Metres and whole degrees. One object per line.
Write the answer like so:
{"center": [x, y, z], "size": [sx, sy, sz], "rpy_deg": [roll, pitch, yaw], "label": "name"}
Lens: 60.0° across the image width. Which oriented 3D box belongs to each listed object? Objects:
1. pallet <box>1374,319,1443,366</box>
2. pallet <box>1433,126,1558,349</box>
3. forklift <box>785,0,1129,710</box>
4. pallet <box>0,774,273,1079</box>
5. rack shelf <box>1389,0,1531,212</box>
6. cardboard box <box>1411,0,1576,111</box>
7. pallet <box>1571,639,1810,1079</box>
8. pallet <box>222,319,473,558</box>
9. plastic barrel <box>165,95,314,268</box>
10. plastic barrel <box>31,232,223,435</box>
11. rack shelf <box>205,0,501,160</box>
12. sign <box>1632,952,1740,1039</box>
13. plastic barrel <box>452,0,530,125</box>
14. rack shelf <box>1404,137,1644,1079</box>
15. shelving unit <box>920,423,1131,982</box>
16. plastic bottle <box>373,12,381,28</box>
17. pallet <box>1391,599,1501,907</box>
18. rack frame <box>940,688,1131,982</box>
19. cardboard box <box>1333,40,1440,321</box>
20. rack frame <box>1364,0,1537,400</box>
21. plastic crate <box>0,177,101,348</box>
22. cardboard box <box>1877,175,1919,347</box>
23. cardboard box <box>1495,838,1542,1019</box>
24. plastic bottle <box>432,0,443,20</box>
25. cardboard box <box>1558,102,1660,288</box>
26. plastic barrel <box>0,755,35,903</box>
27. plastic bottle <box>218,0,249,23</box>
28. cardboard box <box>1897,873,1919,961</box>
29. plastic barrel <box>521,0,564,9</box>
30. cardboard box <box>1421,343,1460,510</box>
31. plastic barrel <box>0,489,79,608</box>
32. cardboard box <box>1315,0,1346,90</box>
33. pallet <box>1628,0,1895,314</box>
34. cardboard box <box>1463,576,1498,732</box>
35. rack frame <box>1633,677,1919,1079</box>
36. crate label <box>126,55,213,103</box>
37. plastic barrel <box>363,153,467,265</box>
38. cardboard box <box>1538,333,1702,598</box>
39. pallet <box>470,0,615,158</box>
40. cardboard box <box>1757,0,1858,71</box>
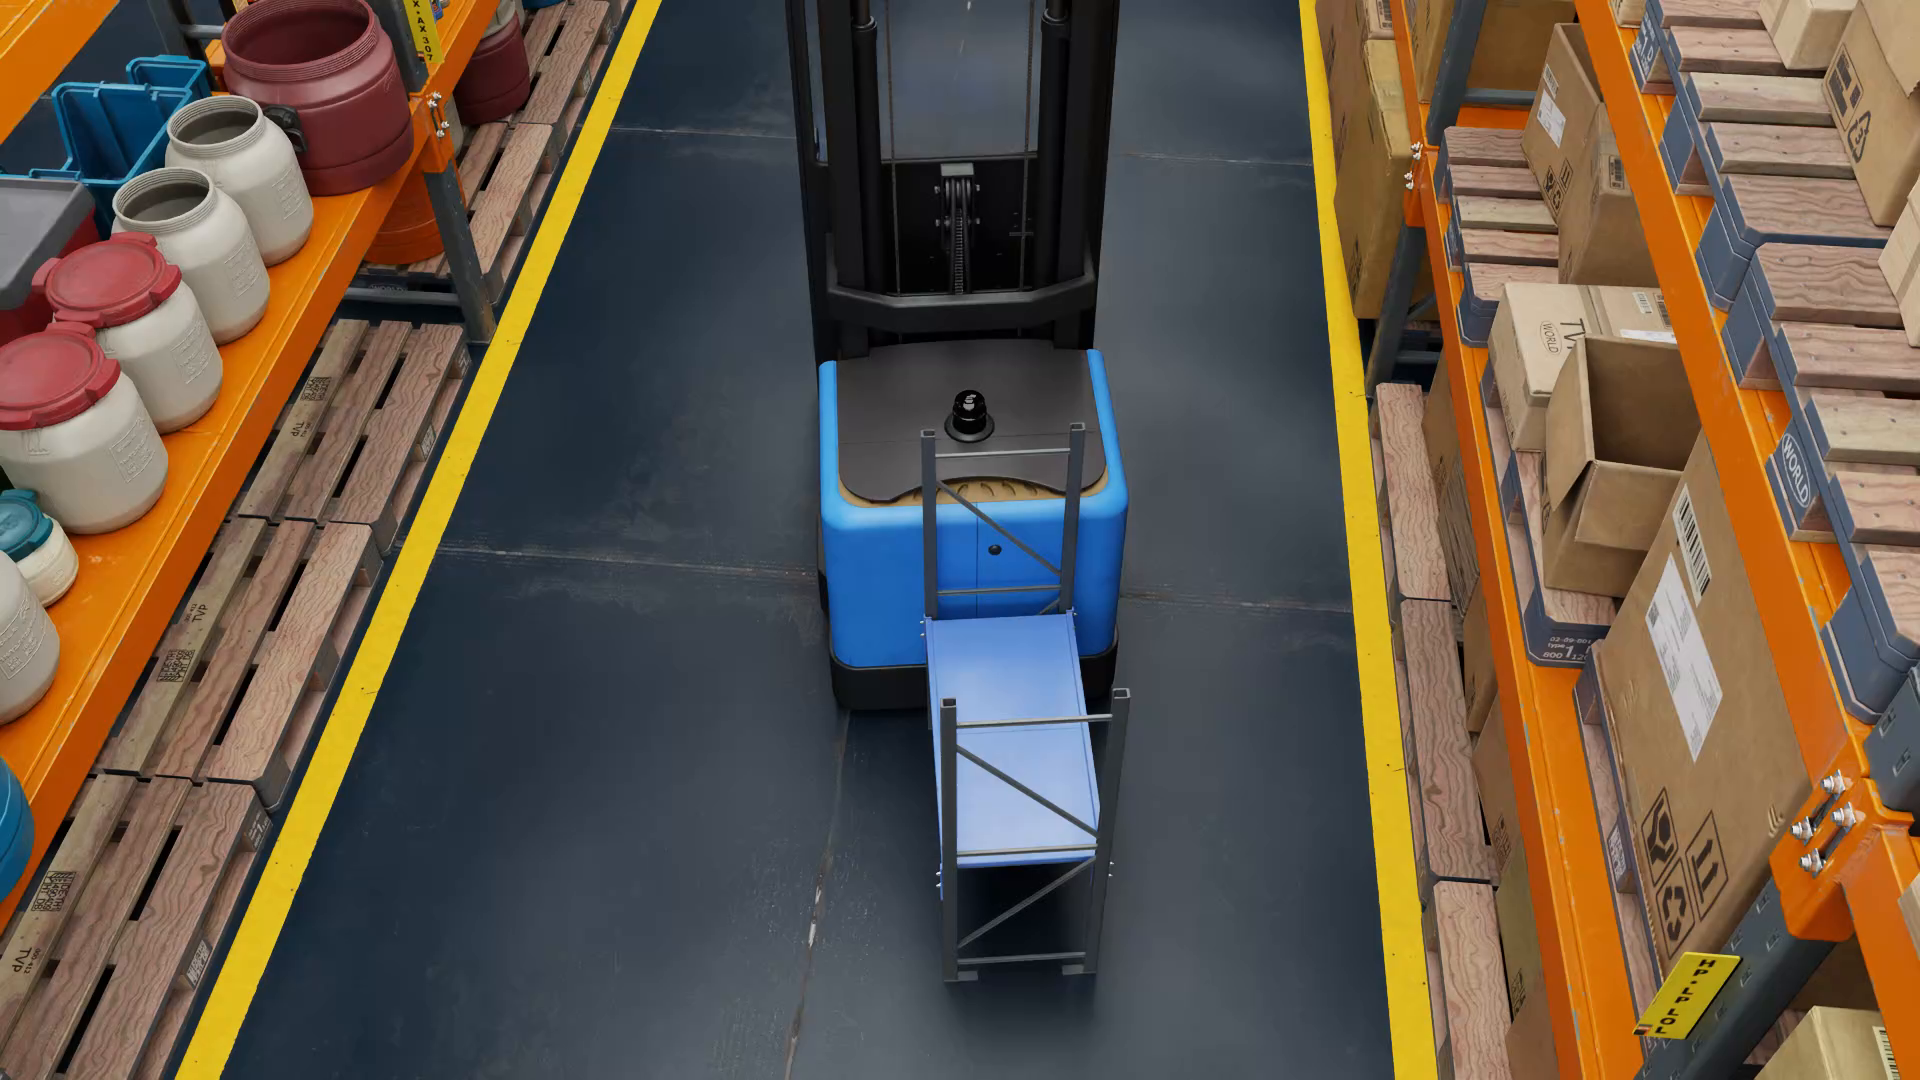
{"center": [2.442, -1.277, 7.801], "size": [1.003, 0.211, 1.213], "rpy_deg": [4, 48, 4], "label": "pallet"}
{"center": [2.336, -1.049, 5.832], "size": [1.213, 0.211, 1.003], "rpy_deg": [4, 48, 4], "label": "pallet"}
{"center": [-0.041, -1.451, 6.117], "size": [1.130, 2.935, 3.031], "rpy_deg": [-3, 48, -3], "label": "forklift"}
{"center": [-2.969, 1.323, 5.422], "size": [1.003, 0.211, 1.213], "rpy_deg": [4, 48, 4], "label": "pallet"}
{"center": [2.477, -2.871, 7.857], "size": [1.077, 0.370, 4.000], "rpy_deg": [4, 48, 4], "label": "rack shelf"}
{"center": [2.093, -2.057, 6.557], "size": [0.500, 0.500, 0.500], "rpy_deg": [5, 48, 5], "label": "cardboard box"}
{"center": [2.145, 0.808, 4.134], "size": [1.003, 0.211, 1.213], "rpy_deg": [4, 48, 4], "label": "pallet"}
{"center": [-2.746, -0.470, 7.062], "size": [1.003, 0.211, 1.213], "rpy_deg": [4, 48, 4], "label": "pallet"}
{"center": [-2.518, -1.245, 5.806], "size": [0.421, 0.512, 0.421], "rpy_deg": [0, 48, 0], "label": "plastic barrel"}
{"center": [-2.590, -0.629, 5.227], "size": [0.433, 0.535, 0.433], "rpy_deg": [0, 48, 0], "label": "plastic barrel"}
{"center": [-2.455, -3.204, 8.161], "size": [1.077, 0.370, 4.000], "rpy_deg": [4, 48, 4], "label": "rack shelf"}
{"center": [1.378, 0.870, 3.163], "size": [0.100, 0.325, 0.005], "rpy_deg": [4, 48, 4], "label": "sign"}
{"center": [-2.507, -2.496, 8.375], "size": [0.600, 0.588, 0.708], "rpy_deg": [4, 48, 4], "label": "plastic barrel"}
{"center": [2.113, 0.068, 5.168], "size": [1.077, 0.370, 4.000], "rpy_deg": [4, 48, 4], "label": "rack shelf"}
{"center": [0.164, 0.546, 5.260], "size": [0.538, 1.500, 1.048], "rpy_deg": [-3, 48, -3], "label": "shelving unit"}
{"center": [-2.427, -2.242, 6.878], "size": [0.152, 0.276, 0.135], "rpy_deg": [4, 48, 4], "label": "plastic bottle"}
{"center": [2.109, 0.765, 5.933], "size": [1.003, 0.211, 1.213], "rpy_deg": [4, 48, 4], "label": "pallet"}
{"center": [0.197, 0.920, 4.918], "size": [0.500, 1.500, 0.032], "rpy_deg": [-3, 48, -3], "label": "rack frame"}
{"center": [2.379, -1.575, 7.339], "size": [1.225, 0.875, 0.875], "rpy_deg": [2, 48, 2], "label": "cardboard box"}
{"center": [2.295, -1.644, 6.247], "size": [1.000, 3.000, 0.127], "rpy_deg": [4, 48, 4], "label": "rack frame"}
{"center": [-3.089, -0.832, 5.461], "size": [0.402, 0.464, 0.583], "rpy_deg": [4, 48, 4], "label": "plastic crate"}
{"center": [1.917, -0.511, 2.984], "size": [0.396, 0.266, 0.258], "rpy_deg": [5, 48, 5], "label": "cardboard box"}
{"center": [2.070, 1.191, 5.049], "size": [0.700, 0.500, 0.500], "rpy_deg": [4, 48, 3], "label": "cardboard box"}
{"center": [-2.238, -2.314, 6.946], "size": [0.097, 0.271, 0.097], "rpy_deg": [0, 48, 0], "label": "plastic bottle"}
{"center": [2.335, -1.003, 5.308], "size": [0.700, 0.500, 0.500], "rpy_deg": [10, 48, 9], "label": "cardboard box"}
{"center": [-2.665, 0.529, 3.919], "size": [0.600, 0.901, 0.708], "rpy_deg": [4, 48, 4], "label": "plastic barrel"}
{"center": [-3.025, -2.264, 6.893], "size": [0.061, 0.283, 0.133], "rpy_deg": [4, 48, 4], "label": "plastic bottle"}
{"center": [1.635, 0.647, 2.220], "size": [0.500, 0.250, 0.500], "rpy_deg": [2, 48, 2], "label": "cardboard box"}
{"center": [-2.404, -3.431, 9.019], "size": [0.600, 0.901, 0.708], "rpy_deg": [4, 48, 4], "label": "plastic barrel"}
{"center": [2.254, -0.455, 6.556], "size": [0.700, 0.500, 0.500], "rpy_deg": [2, 48, 1], "label": "cardboard box"}
{"center": [-2.728, 0.046, 4.794], "size": [0.301, 0.262, 0.301], "rpy_deg": [0, 48, 0], "label": "plastic barrel"}
{"center": [2.541, -2.880, 8.532], "size": [1.225, 0.875, 0.875], "rpy_deg": [2, 48, 2], "label": "cardboard box"}
{"center": [2.184, -0.863, 3.627], "size": [1.213, 0.211, 1.003], "rpy_deg": [4, 48, 4], "label": "pallet"}
{"center": [2.171, 0.370, 5.800], "size": [0.700, 0.500, 0.500], "rpy_deg": [7, 48, 7], "label": "cardboard box"}
{"center": [1.931, 1.295, 3.559], "size": [1.000, 3.000, 0.127], "rpy_deg": [4, 48, 4], "label": "rack frame"}
{"center": [-3.049, -1.636, 6.353], "size": [0.303, 0.233, 0.416], "rpy_deg": [4, 48, 4], "label": "crate label"}
{"center": [-2.610, -1.747, 7.527], "size": [0.600, 0.830, 0.708], "rpy_deg": [4, 48, 4], "label": "plastic barrel"}
{"center": [1.997, -0.162, 4.536], "size": [0.797, 0.503, 0.637], "rpy_deg": [8, 48, 8], "label": "cardboard box"}
{"center": [-2.493, -2.512, 8.931], "size": [1.003, 0.211, 1.213], "rpy_deg": [4, 48, 4], "label": "pallet"}
{"center": [2.002, -1.165, 3.649], "size": [0.380, 0.166, 0.250], "rpy_deg": [3, 48, 2], "label": "cardboard box"}
